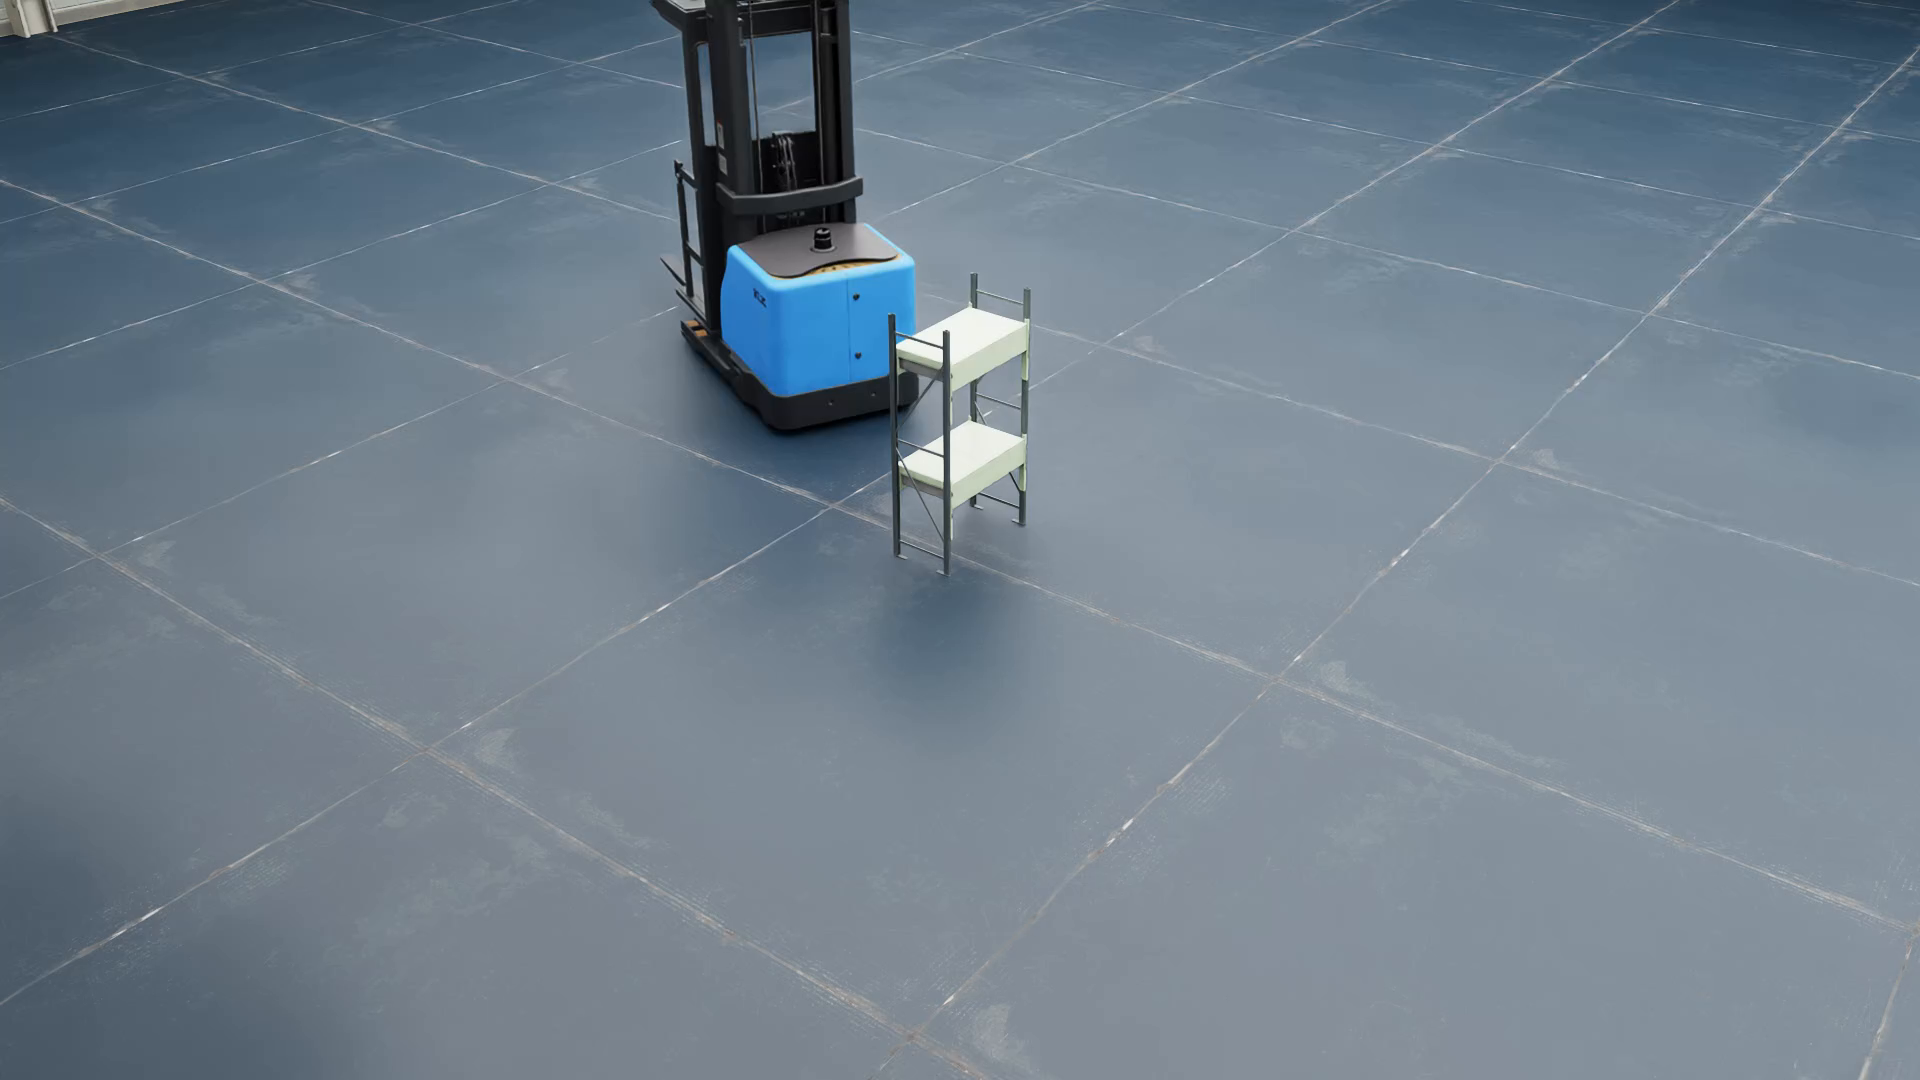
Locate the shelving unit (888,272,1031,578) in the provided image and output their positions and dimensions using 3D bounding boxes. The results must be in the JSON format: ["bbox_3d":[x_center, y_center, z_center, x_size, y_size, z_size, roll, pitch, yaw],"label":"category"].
[{"bbox_3d":[0.004,-0.648,9.372,0.431,1.500,0.755,21,37,31],"label":"shelving unit"}]

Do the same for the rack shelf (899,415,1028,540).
[{"bbox_3d":[0.004,-0.367,9.538,0.431,0.370,0.720,21,37,31],"label":"rack shelf"}]

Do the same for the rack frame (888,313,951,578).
[{"bbox_3d":[-0.217,-0.499,9.121,0.400,1.500,0.023,21,37,31],"label":"rack frame"}]

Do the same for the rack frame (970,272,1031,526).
[{"bbox_3d":[0.225,-0.797,9.623,0.400,1.500,0.023,21,37,31],"label":"rack frame"}]

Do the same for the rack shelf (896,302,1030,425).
[{"bbox_3d":[0.004,-0.984,9.173,0.431,0.370,0.720,21,37,31],"label":"rack shelf"}]

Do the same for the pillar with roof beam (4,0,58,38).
[{"bbox_3d":[-7.742,-8.681,15.572,9.100,9.000,0.400,21,37,31],"label":"pillar with roof beam"}]

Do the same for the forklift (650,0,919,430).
[{"bbox_3d":[-1.387,-2.706,11.441,1.130,2.935,3.031,-14,34,-23],"label":"forklift"}]
